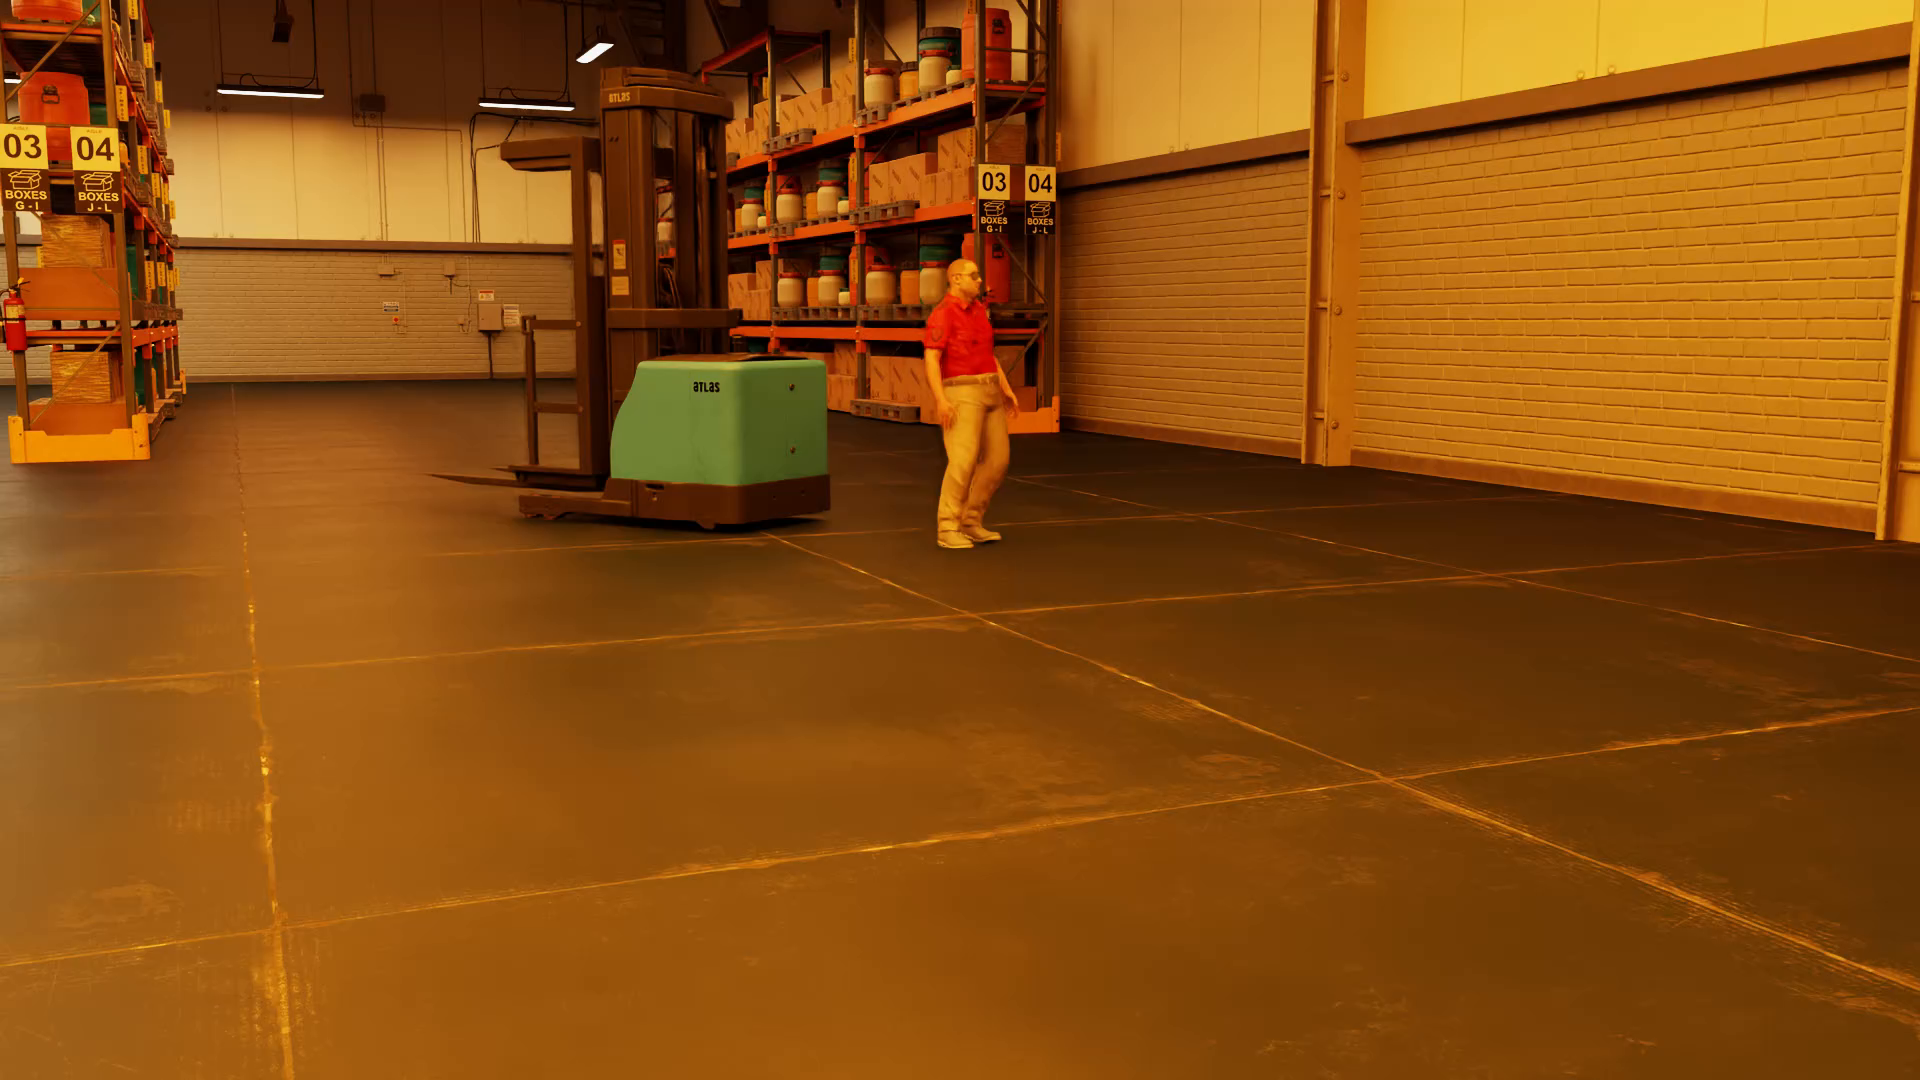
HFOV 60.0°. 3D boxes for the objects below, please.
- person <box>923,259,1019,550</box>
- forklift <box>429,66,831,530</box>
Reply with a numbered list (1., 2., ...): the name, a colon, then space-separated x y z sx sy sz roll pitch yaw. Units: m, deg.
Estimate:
1. person: 0.070 -0.822 9.966 0.461 1.711 0.726 6 9 36
2. forklift: -2.390 -1.637 11.360 3.031 2.935 1.130 5 9 32
